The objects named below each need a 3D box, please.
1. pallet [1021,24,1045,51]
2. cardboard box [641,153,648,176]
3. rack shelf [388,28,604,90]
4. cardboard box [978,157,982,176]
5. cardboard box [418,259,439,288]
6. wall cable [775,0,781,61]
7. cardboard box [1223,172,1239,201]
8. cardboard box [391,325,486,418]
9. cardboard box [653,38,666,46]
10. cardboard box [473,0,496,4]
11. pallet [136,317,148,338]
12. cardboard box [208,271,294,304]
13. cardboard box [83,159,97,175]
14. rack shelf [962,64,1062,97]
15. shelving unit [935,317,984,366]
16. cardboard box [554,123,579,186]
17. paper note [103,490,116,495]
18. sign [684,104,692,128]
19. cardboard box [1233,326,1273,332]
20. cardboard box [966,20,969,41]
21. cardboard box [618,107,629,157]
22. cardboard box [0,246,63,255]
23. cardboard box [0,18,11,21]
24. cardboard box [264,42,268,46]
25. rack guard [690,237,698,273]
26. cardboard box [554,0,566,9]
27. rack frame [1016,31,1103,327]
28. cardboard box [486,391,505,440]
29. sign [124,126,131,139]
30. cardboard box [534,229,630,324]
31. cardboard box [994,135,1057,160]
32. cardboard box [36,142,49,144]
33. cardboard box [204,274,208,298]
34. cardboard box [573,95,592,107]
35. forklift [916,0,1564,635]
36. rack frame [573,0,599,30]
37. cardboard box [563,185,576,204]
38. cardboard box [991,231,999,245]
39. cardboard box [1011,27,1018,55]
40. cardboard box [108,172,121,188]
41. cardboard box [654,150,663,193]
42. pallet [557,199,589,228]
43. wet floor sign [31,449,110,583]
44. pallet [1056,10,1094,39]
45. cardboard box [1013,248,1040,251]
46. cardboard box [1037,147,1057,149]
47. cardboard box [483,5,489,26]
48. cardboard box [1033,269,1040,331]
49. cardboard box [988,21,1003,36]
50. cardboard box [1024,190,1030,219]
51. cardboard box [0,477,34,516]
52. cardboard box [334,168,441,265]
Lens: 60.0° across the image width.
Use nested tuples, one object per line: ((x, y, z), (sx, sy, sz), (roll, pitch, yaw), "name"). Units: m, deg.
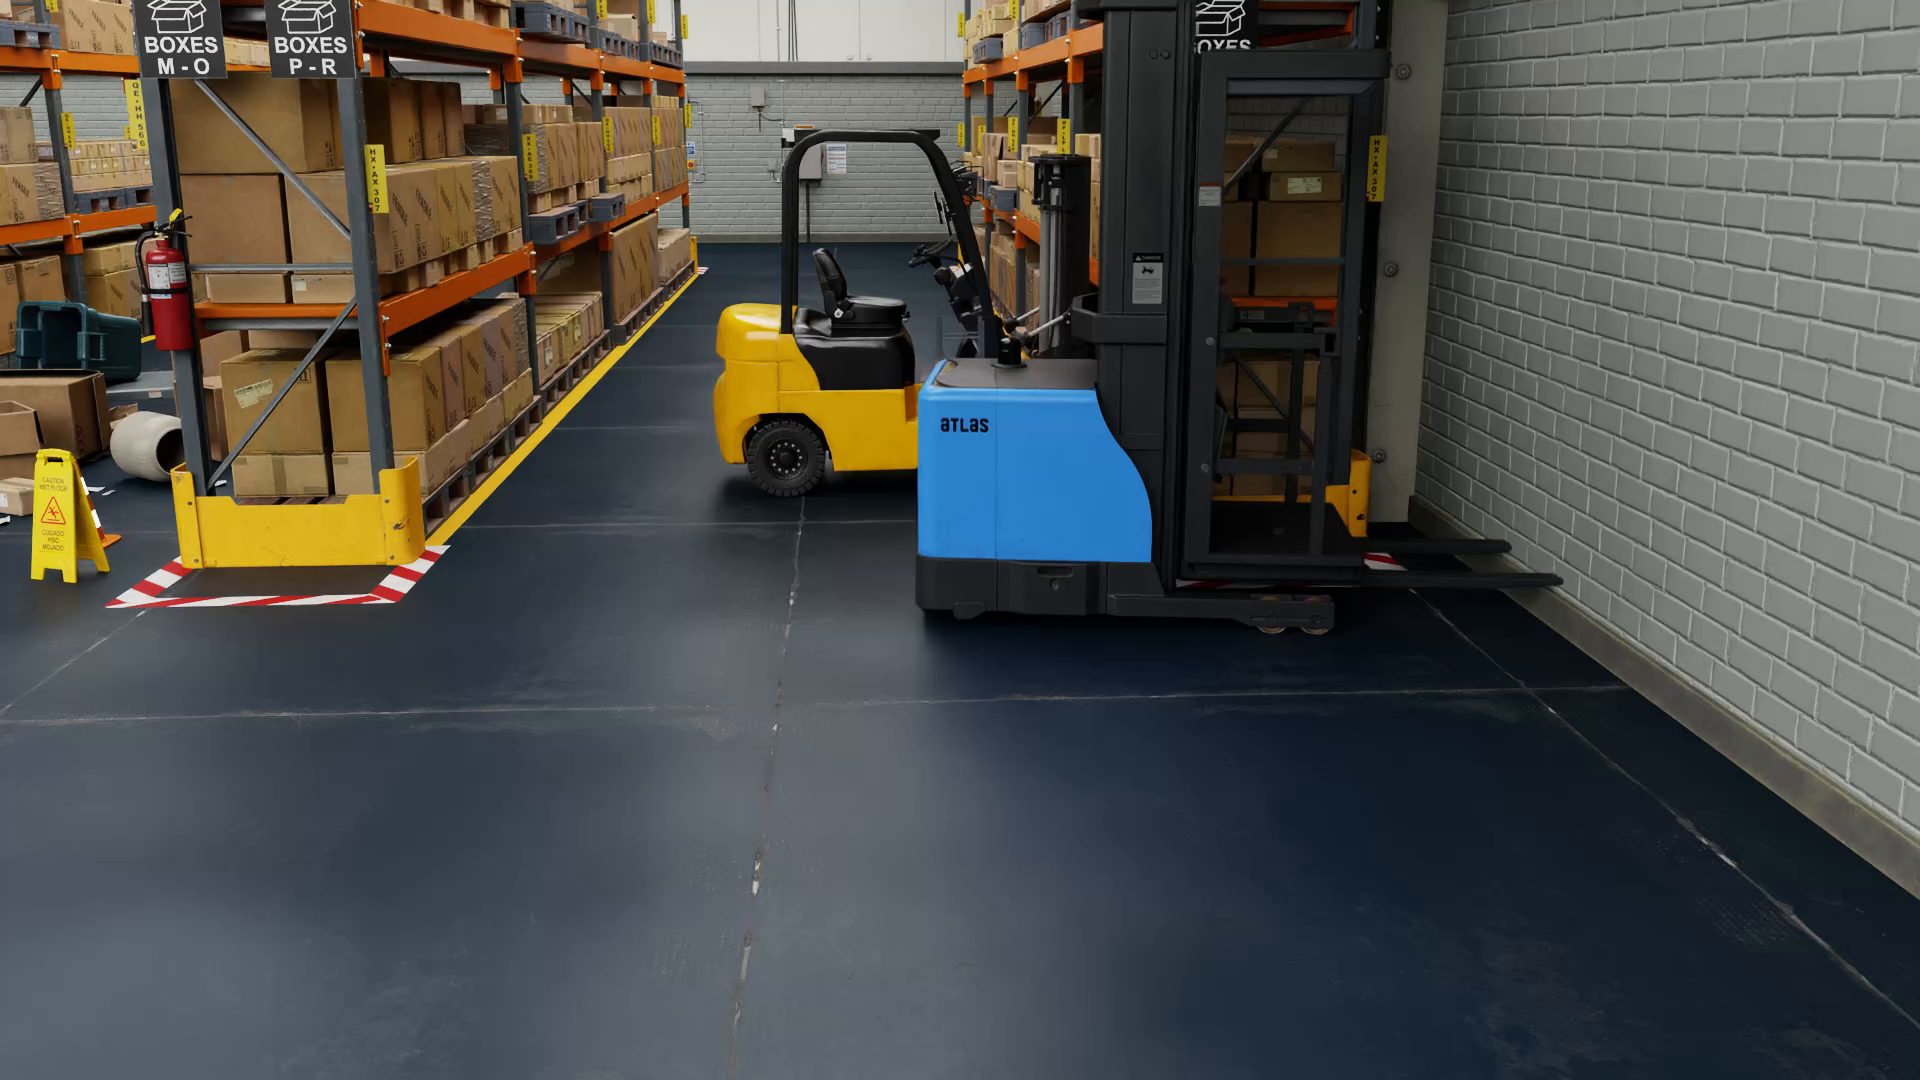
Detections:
((1.188, -4.601, 15.248), (1.213, 0.211, 1.003), (0, 14, -1), "pallet")
((-3.837, -4.264, 18.876), (0.500, 0.250, 0.500), (-1, 14, -2), "cardboard box")
((-3.773, -3.936, 13.730), (1.077, 0.370, 4.000), (-1, 14, -3), "rack shelf")
((0.488, -4.721, 21.058), (0.500, 0.250, 0.500), (-1, 14, -3), "cardboard box")
((-3.151, -1.500, 9.339), (0.380, 0.149, 0.250), (-1, 14, -3), "cardboard box")
((-4.276, -9.646, 28.456), (2.355, 3.000, 0.029), (-1, 14, -3), "wall cable")
((1.251, -1.862, 8.741), (0.380, 0.149, 0.250), (-1, 14, -3), "cardboard box")
((-3.237, -1.040, 10.221), (0.500, 0.500, 0.500), (-1, 14, -2), "cardboard box")
((-4.170, -6.688, 22.443), (0.380, 0.149, 0.250), (-2, 15, -8), "cardboard box")
((-3.321, -3.628, 10.790), (0.500, 0.250, 0.500), (-1, 14, -4), "cardboard box")
((-8.879, -2.072, 16.655), (1.003, 0.211, 1.213), (-1, 14, -3), "pallet")
((-3.638, -1.308, 8.594), (0.380, 0.149, 0.250), (0, 14, -2), "cardboard box")
((-8.680, -3.645, 16.236), (0.380, 0.149, 0.250), (0, 14, -1), "cardboard box")
((0.685, -6.004, 21.764), (1.077, 0.370, 4.000), (-1, 14, -3), "rack shelf")
((0.001, -0.577, 8.863), (0.258, 1.200, 0.189), (-1, 14, -3), "shelving unit")
((-3.484, -3.227, 13.908), (0.500, 0.500, 0.500), (-1, 15, -6), "cardboard box")
((-5.184, -0.289, 10.129), (0.032, 0.001, 0.123), (-1, 14, -3), "paper note")
((-3.851, -6.000, 23.525), (0.100, 0.325, 0.005), (-1, 14, -3), "sign")
((1.656, -1.145, 10.124), (0.500, 0.250, 0.500), (-1, 14, -4), "cardboard box")
((0.350, -6.922, 22.590), (0.500, 0.250, 0.500), (-1, 14, -4), "cardboard box")
((-3.741, -4.241, 17.281), (0.500, 0.500, 0.500), (0, 14, -2), "cardboard box")
((-9.136, -2.750, 16.364), (0.500, 0.250, 0.500), (-1, 14, -5), "cardboard box")
((-9.121, -4.867, 15.703), (0.500, 0.500, 0.500), (-1, 14, -3), "cardboard box")
((-8.963, -6.349, 20.960), (0.500, 0.250, 0.500), (-2, 15, -6), "cardboard box")
((-4.395, -4.115, 24.015), (1.175, 0.500, 0.348), (-1, 14, -3), "rack guard")
((-3.318, -4.196, 12.752), (0.500, 0.250, 0.500), (-1, 14, -4), "cardboard box")
((1.057, -3.407, 16.249), (1.000, 3.000, 0.127), (-1, 14, -3), "rack frame")
((-3.275, -0.805, 10.810), (0.500, 0.250, 0.500), (-1, 14, -3), "cardboard box")
((-9.621, -4.632, 19.271), (0.100, 0.325, 0.005), (-1, 14, -3), "sign")
((-3.857, -2.677, 16.832), (0.875, 0.875, 0.875), (-1, 14, -4), "cardboard box")
((0.771, -4.064, 17.750), (0.797, 0.503, 0.637), (-1, 14, -5), "cardboard box")
((-9.369, -3.907, 16.658), (0.380, 0.149, 0.250), (0, 14, -2), "cardboard box")
((-8.782, -3.035, 18.978), (0.500, 0.500, 0.500), (-1, 14, -5), "cardboard box")
((-4.482, -5.243, 19.874), (0.380, 0.149, 0.250), (-1, 14, -5), "cardboard box")
((1.343, -1.135, 7.555), (3.031, 2.935, 1.130), (1, 14, 5), "forklift")
((-3.897, -6.235, 15.200), (1.000, 3.000, 0.127), (-1, 14, -3), "rack frame")
((-3.421, -2.883, 13.875), (0.380, 0.149, 0.250), (0, 14, -1), "cardboard box")
((0.565, -3.616, 19.931), (0.380, 0.149, 0.250), (0, 14, -1), "cardboard box")
((0.782, -4.911, 16.375), (0.500, 0.250, 0.500), (-1, 14, -5), "cardboard box")
((-8.710, -3.625, 16.757), (0.380, 0.149, 0.250), (0, 14, -1), "cardboard box")
((-3.913, -4.494, 20.270), (0.500, 0.500, 0.500), (0, 14, -2), "cardboard box")
((-3.734, -2.745, 14.060), (1.003, 0.211, 1.213), (-1, 14, -3), "pallet")
((-4.458, -0.136, 8.260), (0.267, 0.644, 0.232), (4, 15, 16), "wet floor sign")
((1.237, -3.992, 12.884), (0.805, 0.209, 1.217), (-1, 15, -6), "pallet")
((0.753, -2.967, 17.408), (0.380, 0.149, 0.250), (-1, 14, -5), "cardboard box")
((0.873, -3.365, 14.583), (0.380, 0.149, 0.250), (-1, 14, -2), "cardboard box")
((-3.398, -3.528, 11.202), (0.380, 0.149, 0.250), (-1, 14, -3), "cardboard box")
((1.130, -2.143, 15.257), (0.875, 0.625, 0.625), (0, 14, -2), "cardboard box")
((0.503, -5.587, 18.162), (0.380, 0.149, 0.250), (-1, 14, -2), "cardboard box")
((0.866, -3.095, 15.337), (0.500, 0.250, 0.500), (-1, 14, -5), "cardboard box")
((-5.499, -0.254, 9.715), (0.380, 0.149, 0.250), (7, 16, 26), "cardboard box")
((-3.190, -1.783, 9.140), (0.500, 0.500, 0.500), (0, 14, -2), "cardboard box")
